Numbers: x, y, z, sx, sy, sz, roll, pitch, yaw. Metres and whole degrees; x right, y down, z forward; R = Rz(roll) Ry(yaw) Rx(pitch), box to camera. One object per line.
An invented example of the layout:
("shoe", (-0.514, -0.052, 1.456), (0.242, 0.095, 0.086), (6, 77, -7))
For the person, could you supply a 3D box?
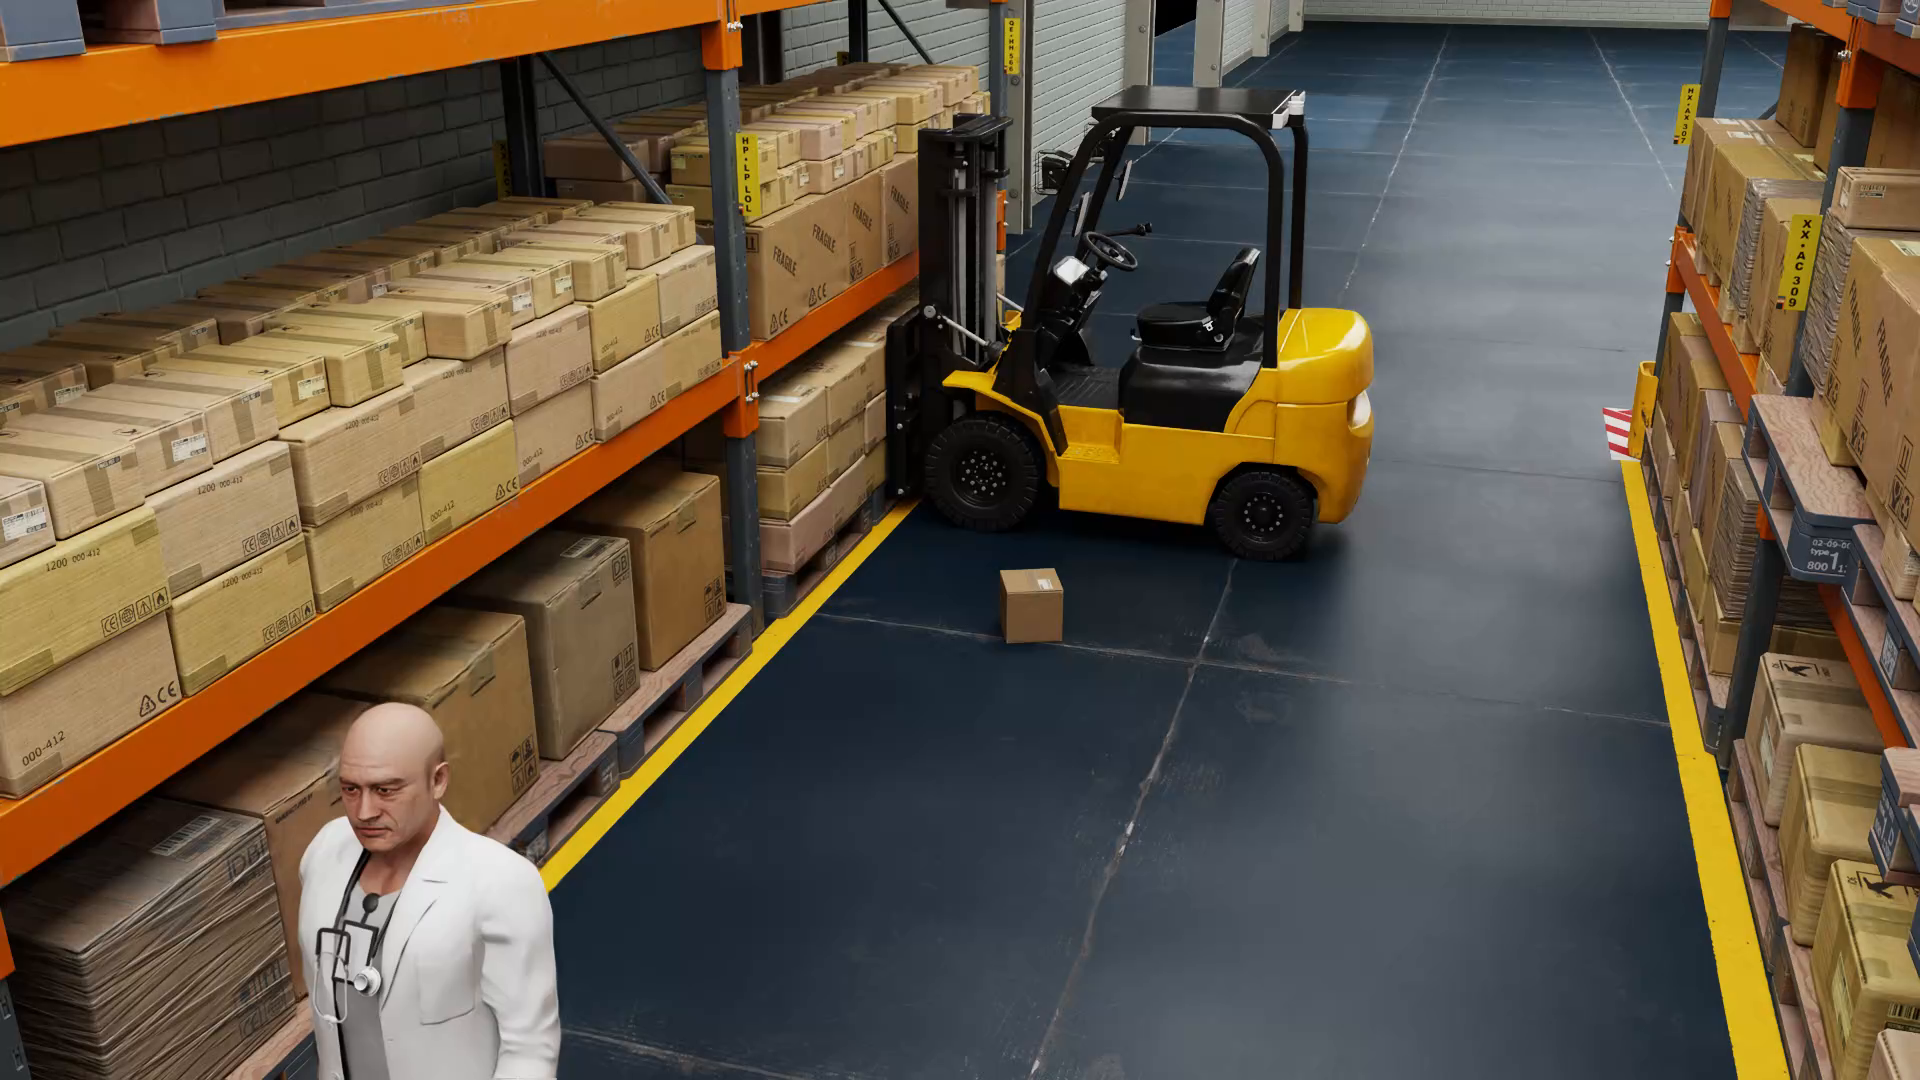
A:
("person", (-1.049, 1.177, 3.126), (0.624, 1.768, 0.923), (7, 23, 16))
